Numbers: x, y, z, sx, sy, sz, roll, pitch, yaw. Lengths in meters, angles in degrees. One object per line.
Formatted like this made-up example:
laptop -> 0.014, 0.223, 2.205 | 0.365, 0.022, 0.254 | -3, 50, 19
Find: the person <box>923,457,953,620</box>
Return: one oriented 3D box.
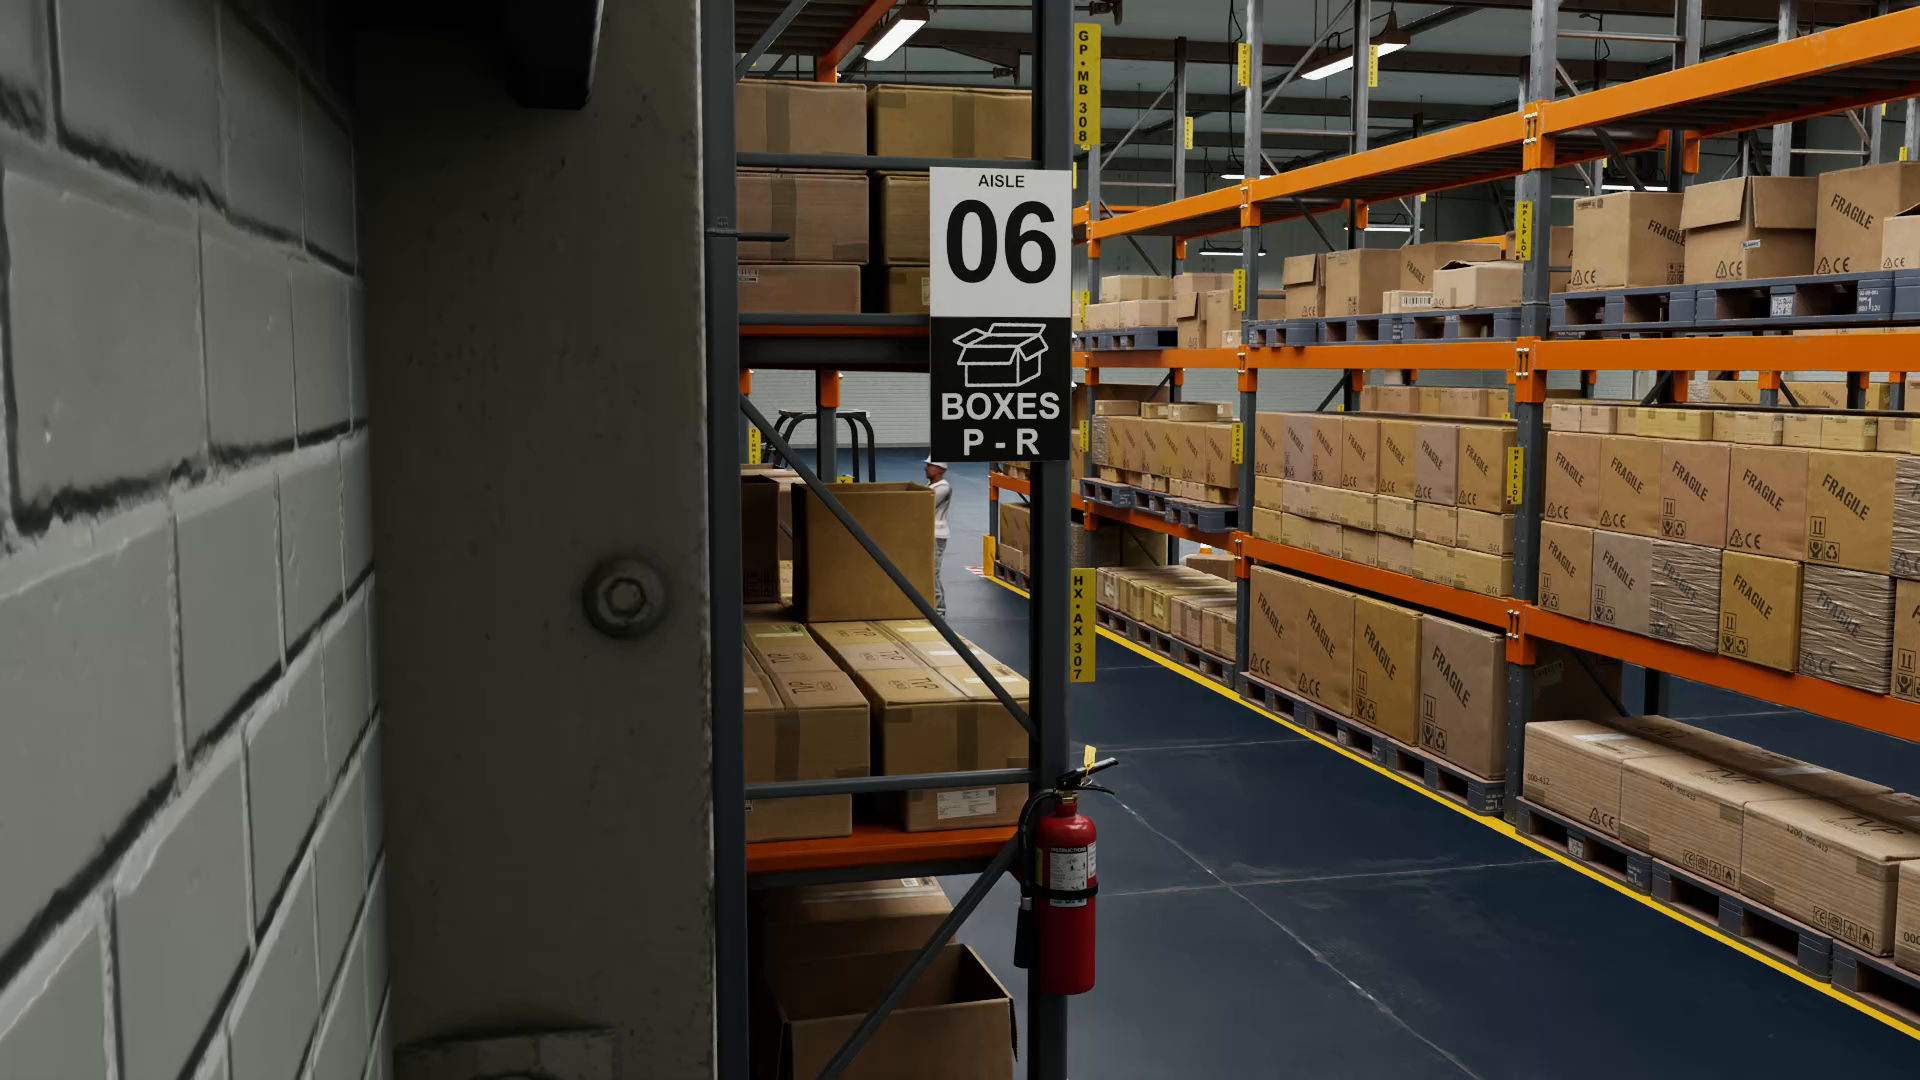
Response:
person -> -0.384, -0.009, 17.050 | 0.583, 1.778, 0.488 | -1, 6, -13
